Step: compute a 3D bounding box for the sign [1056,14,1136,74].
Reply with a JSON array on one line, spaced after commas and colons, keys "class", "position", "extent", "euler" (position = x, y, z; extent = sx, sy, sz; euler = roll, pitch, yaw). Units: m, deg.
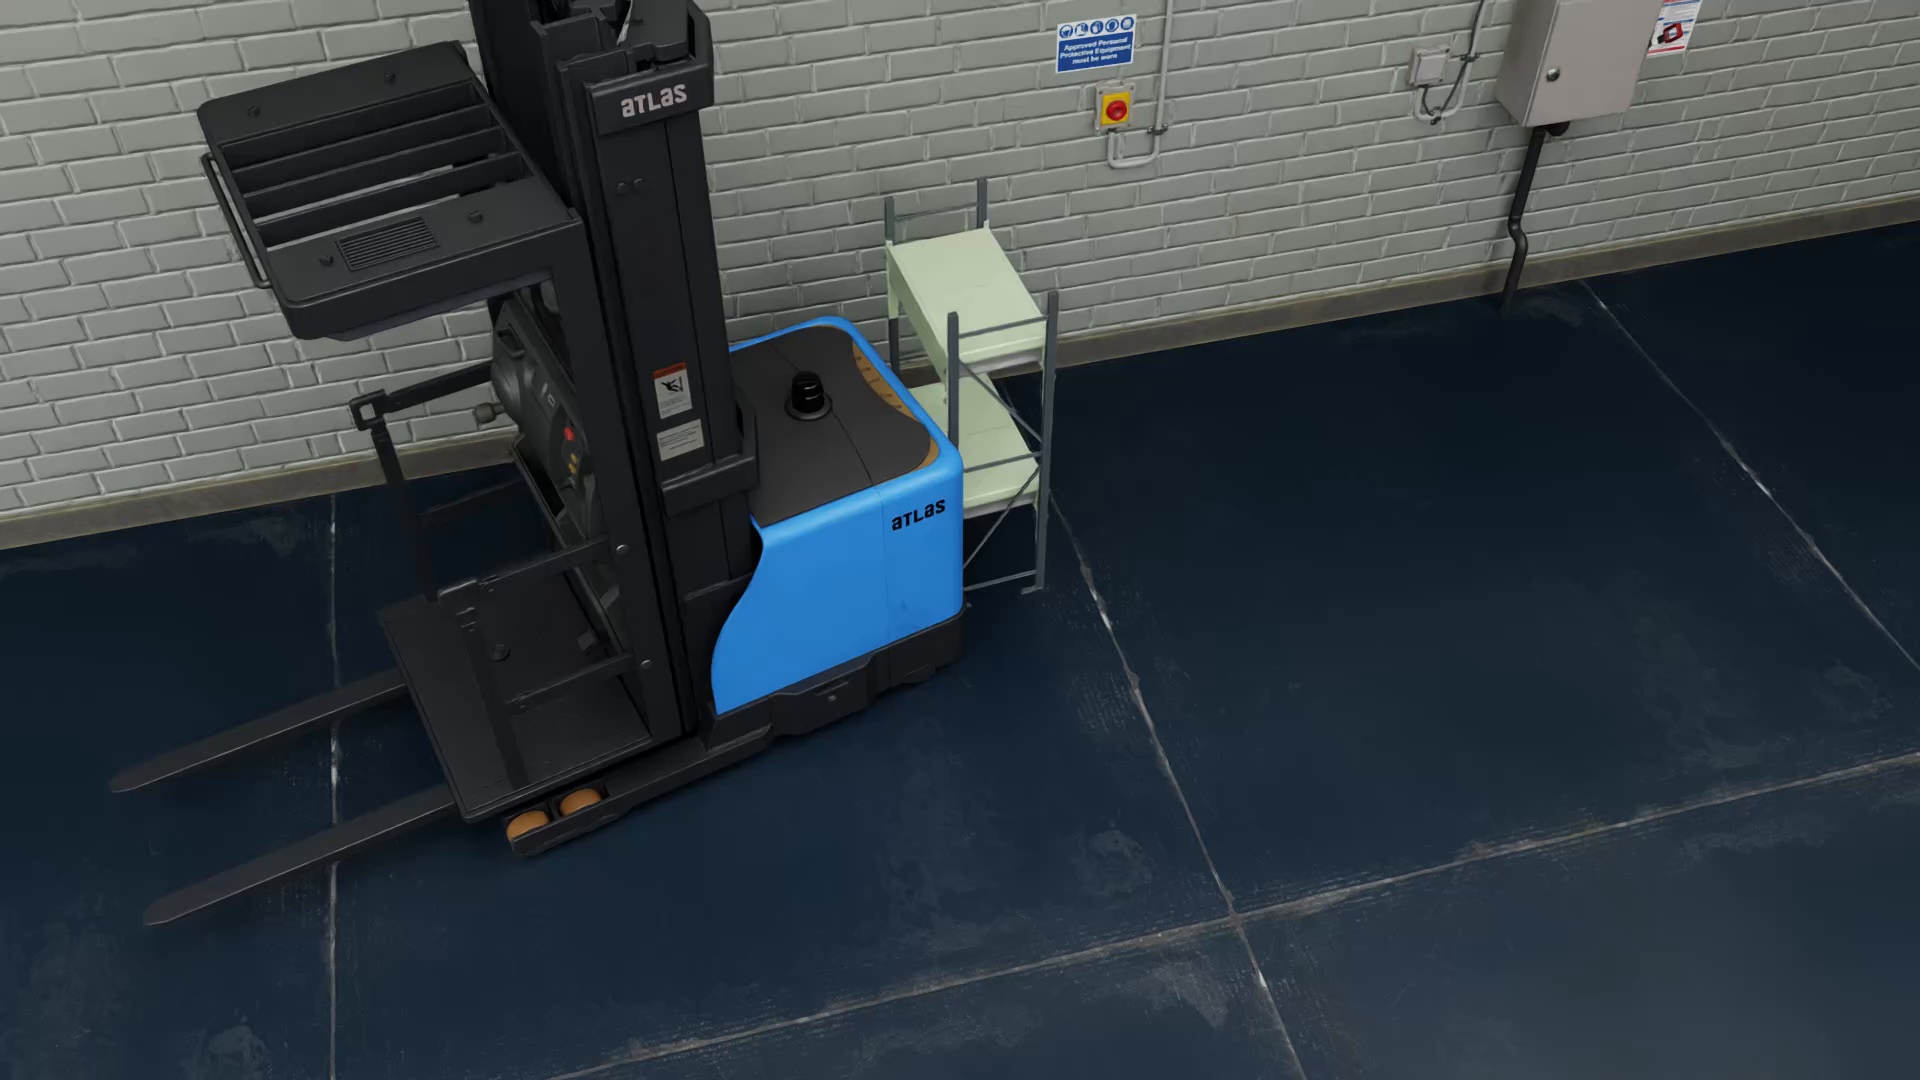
[{"class": "sign", "position": [0.544, -1.986, 6.658], "extent": [0.327, 0.218, 0.001], "euler": [-11, 47, -10]}]

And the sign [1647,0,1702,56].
[{"class": "sign", "position": [3.098, -2.341, 7.262], "extent": [0.329, 0.494, 0.001], "euler": [-11, 47, -10]}]

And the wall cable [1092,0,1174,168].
[{"class": "wall cable", "position": [0.606, -2.225, 6.347], "extent": [0.585, 1.953, 0.123], "euler": [-11, 47, -10]}]

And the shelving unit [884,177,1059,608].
[{"class": "shelving unit", "position": [0.030, -0.534, 6.474], "extent": [0.431, 1.500, 0.755], "euler": [-14, 47, -13]}]

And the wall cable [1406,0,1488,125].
[{"class": "wall cable", "position": [1.974, -2.481, 6.621], "extent": [0.588, 1.984, 0.122], "euler": [-11, 47, -10]}]

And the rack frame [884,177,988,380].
[{"class": "rack frame", "position": [-0.089, -0.781, 6.716], "extent": [0.400, 1.500, 0.023], "euler": [-14, 47, -13]}]

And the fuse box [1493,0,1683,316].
[{"class": "fuse box", "position": [2.674, -1.690, 7.459], "extent": [0.539, 1.711, 0.414], "euler": [-11, 47, -10]}]

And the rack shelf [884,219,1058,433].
[{"class": "rack shelf", "position": [0.030, -0.807, 6.195], "extent": [0.431, 0.370, 0.720], "euler": [-14, 47, -13]}]

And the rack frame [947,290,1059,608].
[{"class": "rack frame", "position": [0.149, -0.286, 6.231], "extent": [0.400, 1.500, 0.023], "euler": [-14, 47, -13]}]

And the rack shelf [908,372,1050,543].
[{"class": "rack shelf", "position": [0.030, -0.305, 6.706], "extent": [0.431, 0.370, 0.720], "euler": [-14, 47, -13]}]

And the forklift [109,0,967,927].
[{"class": "forklift", "position": [-1.513, -0.341, 5.282], "extent": [3.031, 2.935, 1.130], "euler": [-22, 49, -20]}]
